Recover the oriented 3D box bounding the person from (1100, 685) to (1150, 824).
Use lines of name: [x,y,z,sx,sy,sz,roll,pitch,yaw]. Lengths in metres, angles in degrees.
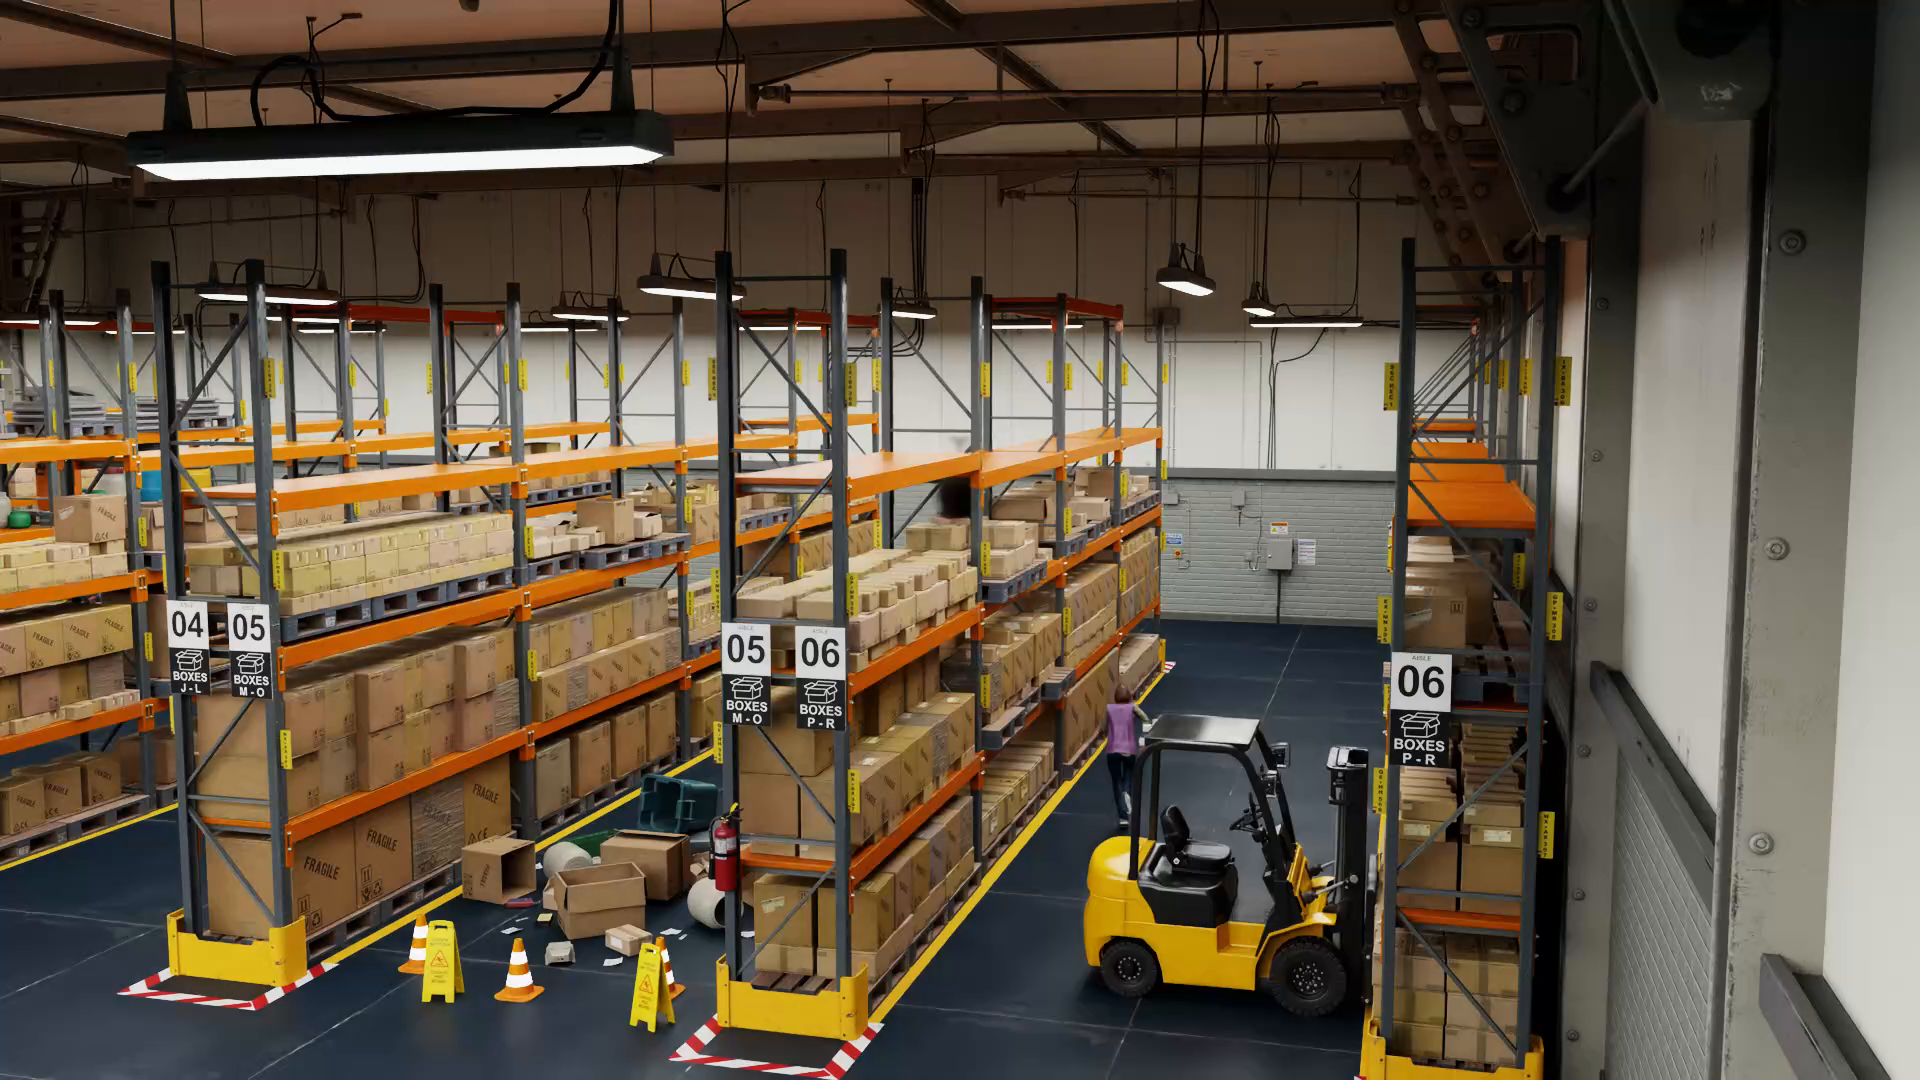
person: [1.854,2.411,18.779,0.543,1.527,0.780,0,6,3]
